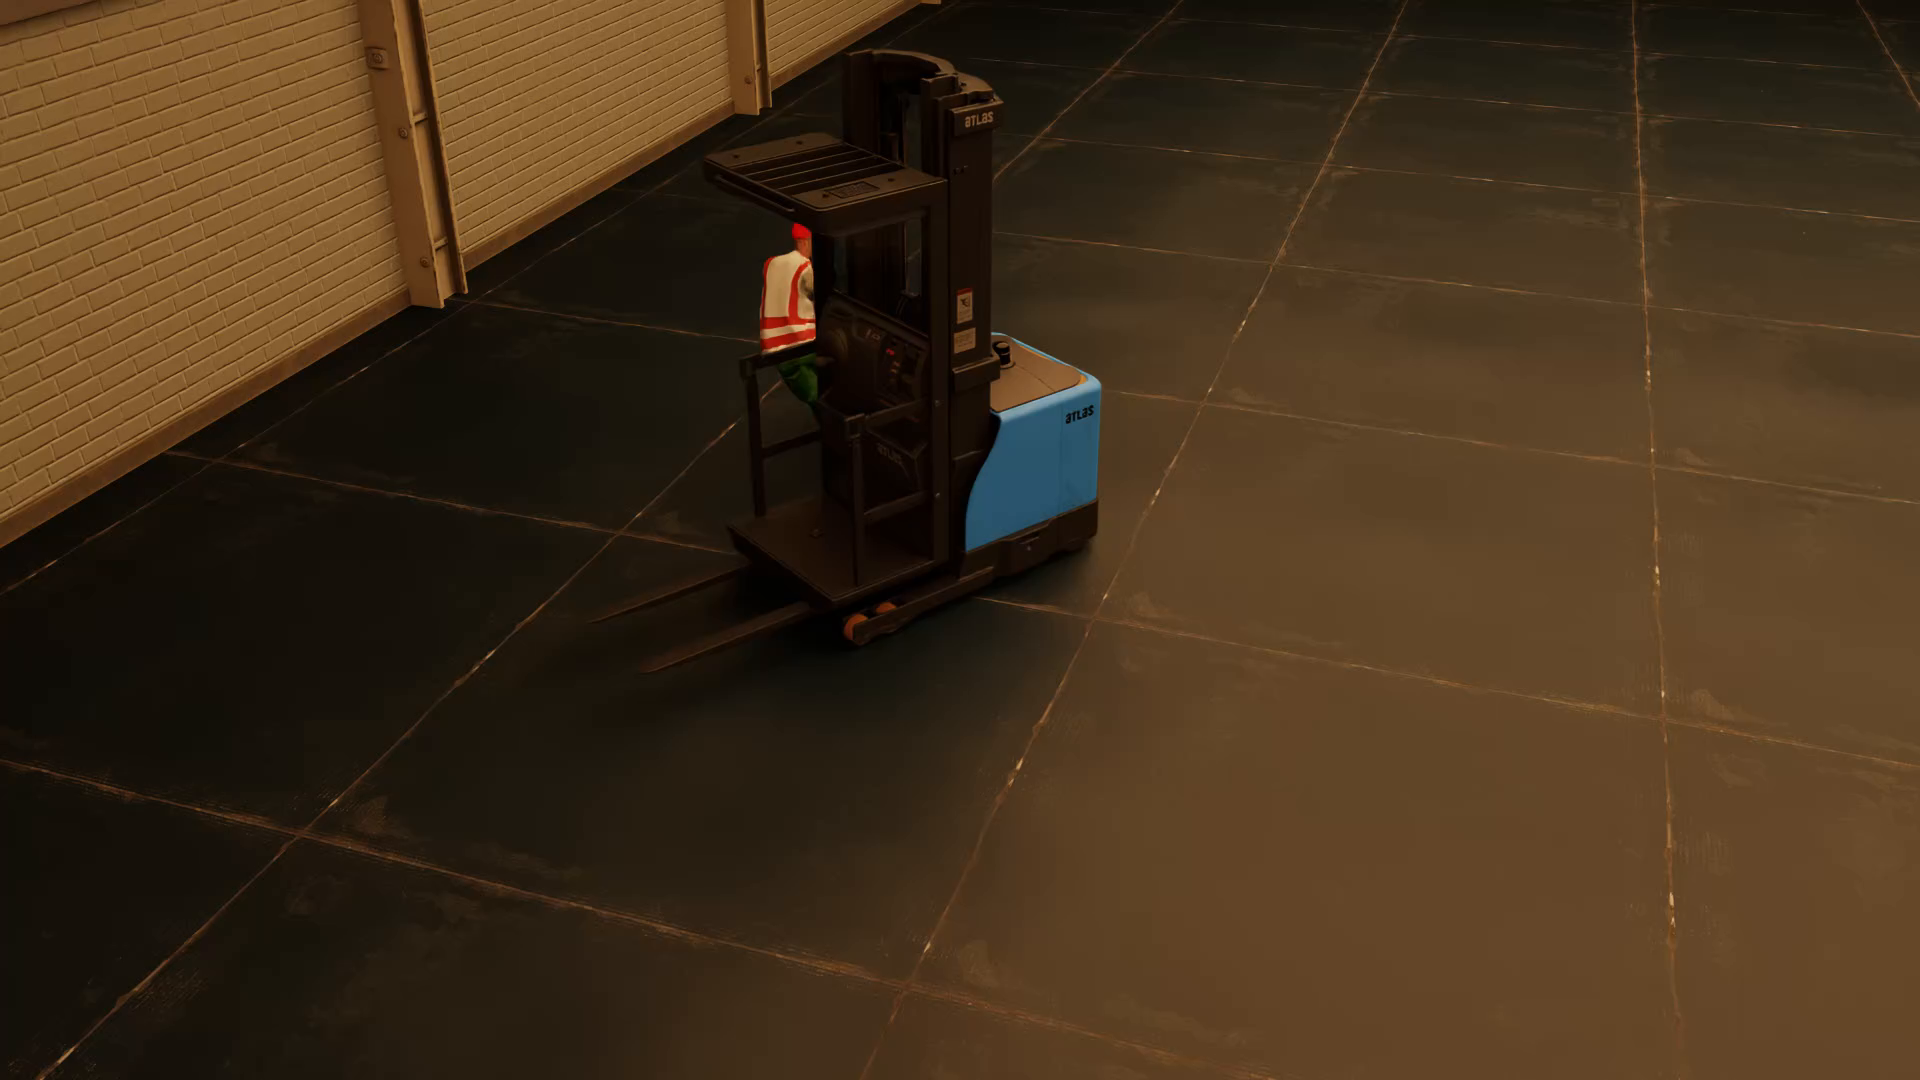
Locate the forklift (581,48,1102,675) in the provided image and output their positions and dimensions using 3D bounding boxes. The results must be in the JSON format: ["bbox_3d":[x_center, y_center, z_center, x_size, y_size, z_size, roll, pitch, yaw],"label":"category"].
[{"bbox_3d":[-0.639,-0.994,8.881,3.031,2.935,1.130,-22,36,-33],"label":"forklift"}]

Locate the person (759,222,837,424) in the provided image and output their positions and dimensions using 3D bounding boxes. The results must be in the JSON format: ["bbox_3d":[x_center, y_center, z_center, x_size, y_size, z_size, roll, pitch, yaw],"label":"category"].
[{"bbox_3d":[-0.850,-1.358,10.912,1.000,1.517,0.946,9,31,15],"label":"person"}]
